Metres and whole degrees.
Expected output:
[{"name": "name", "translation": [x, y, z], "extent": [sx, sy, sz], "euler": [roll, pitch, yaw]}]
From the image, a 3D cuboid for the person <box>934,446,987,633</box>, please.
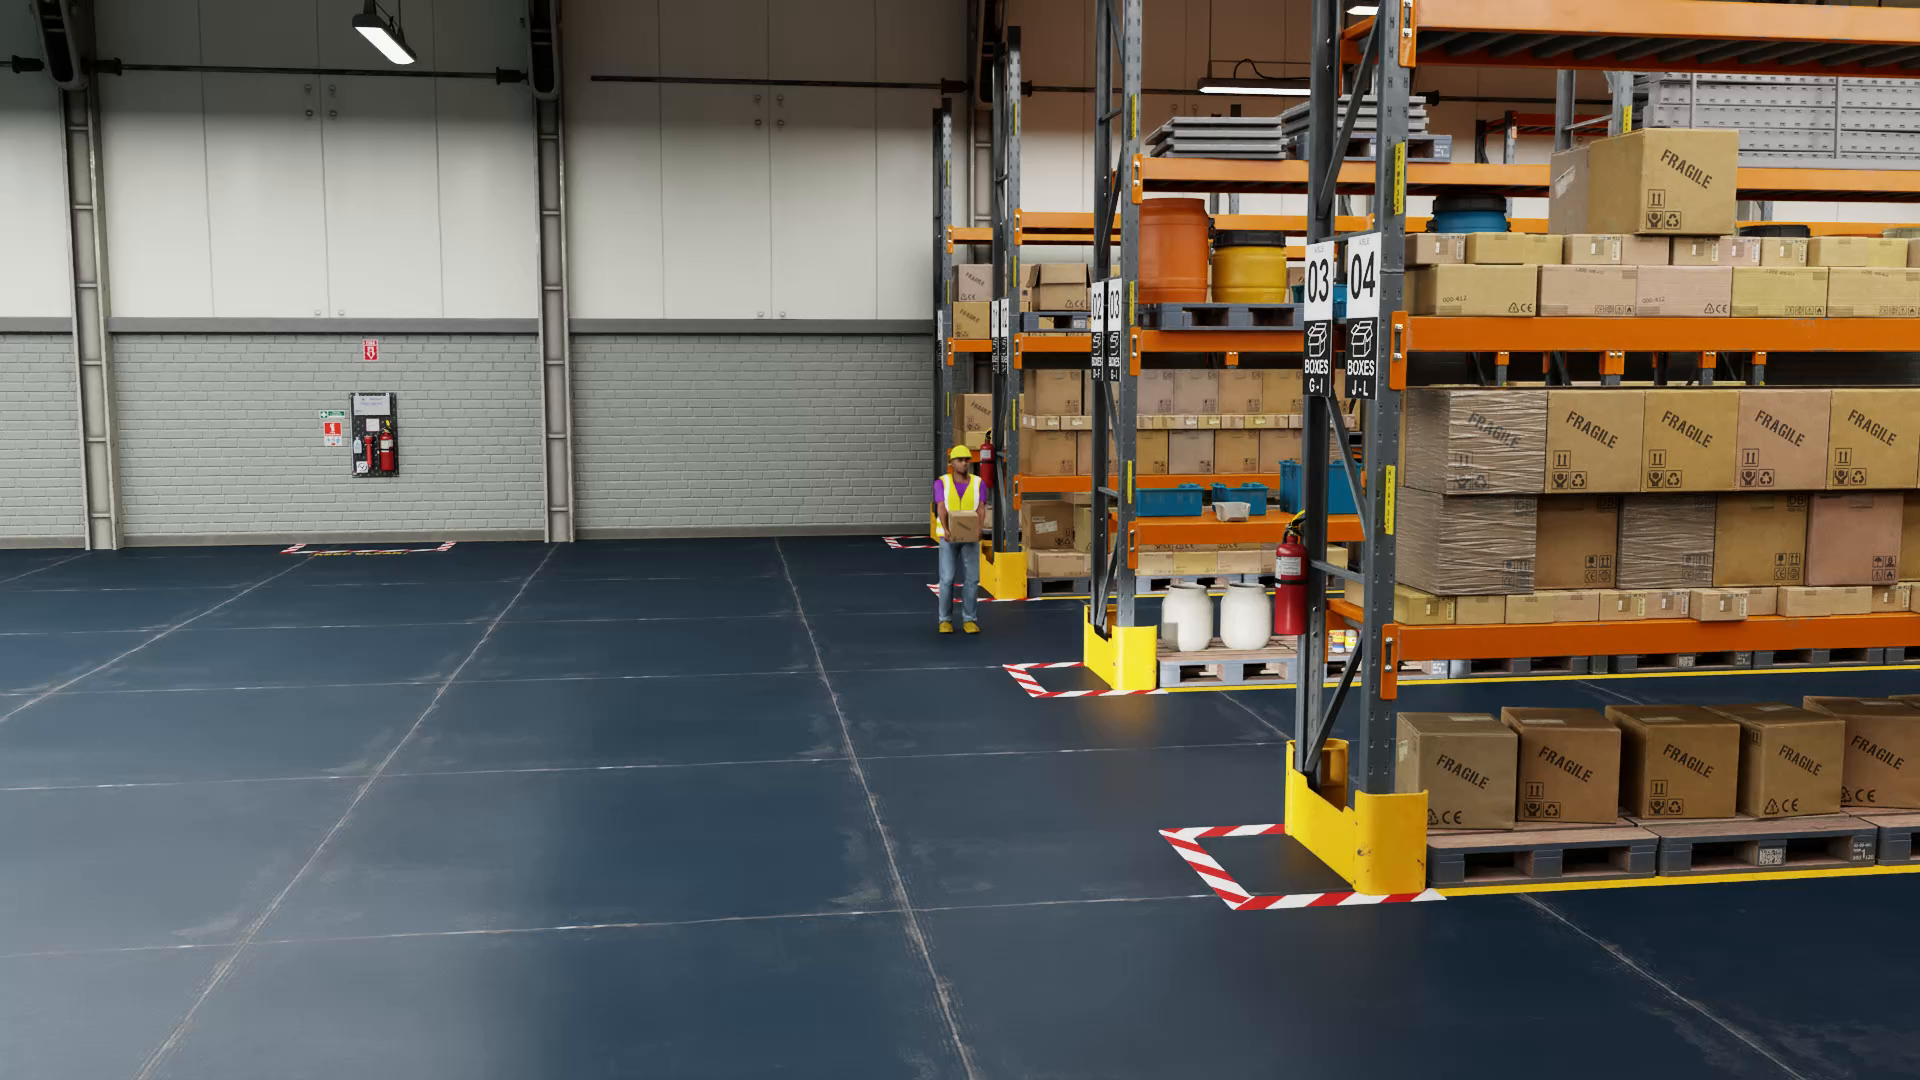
[{"name": "person", "translation": [0.020, -0.001, 15.641], "extent": [0.504, 1.759, 0.581], "euler": [-1, 7, -8]}]
